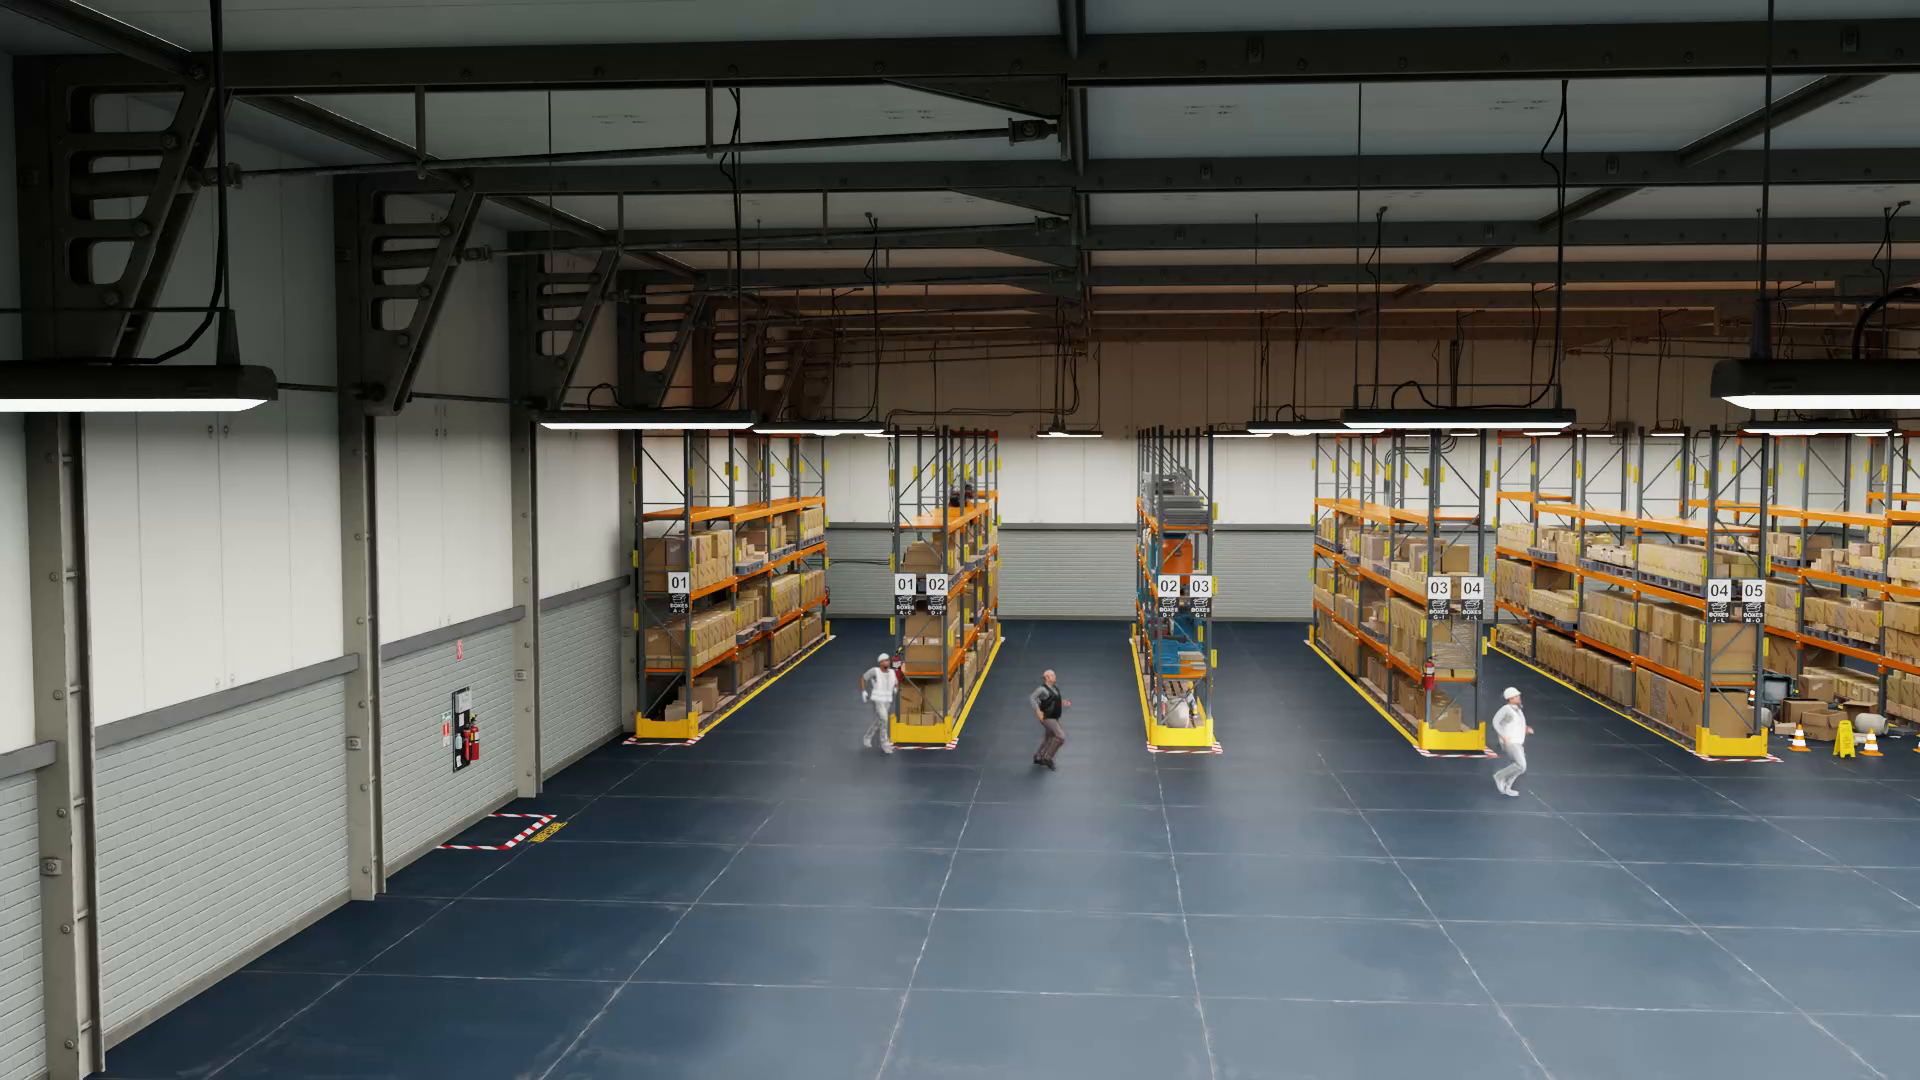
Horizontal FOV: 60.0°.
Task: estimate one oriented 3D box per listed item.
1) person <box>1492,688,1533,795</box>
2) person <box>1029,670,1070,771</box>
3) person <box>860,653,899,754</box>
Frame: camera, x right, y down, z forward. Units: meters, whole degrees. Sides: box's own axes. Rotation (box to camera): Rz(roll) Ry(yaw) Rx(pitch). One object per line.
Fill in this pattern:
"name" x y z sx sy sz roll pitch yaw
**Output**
"person" 8.905 3.243 26.709 0.540 1.743 0.703 3 5 41
"person" 1.576 3.133 28.865 0.721 1.744 0.627 2 4 26
"person" -1.399 2.984 30.619 0.709 1.774 0.882 -3 5 -43
